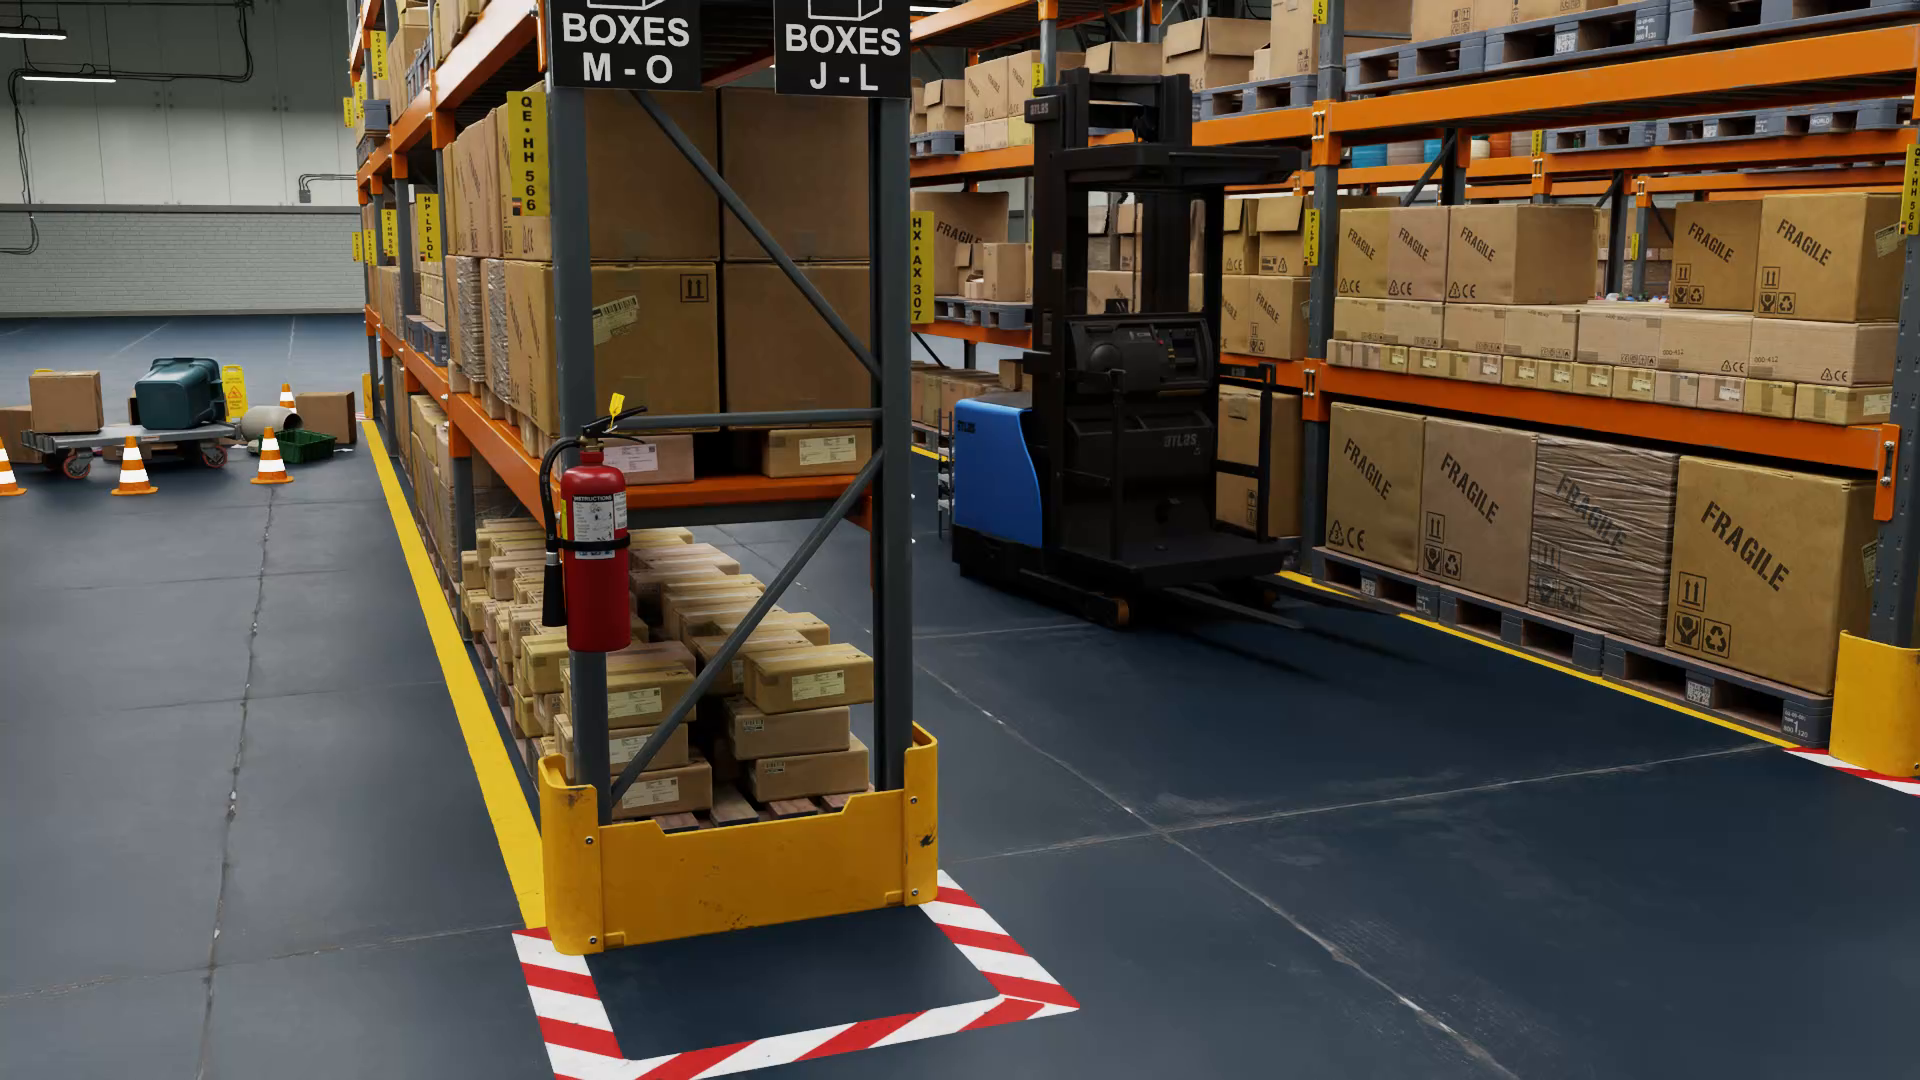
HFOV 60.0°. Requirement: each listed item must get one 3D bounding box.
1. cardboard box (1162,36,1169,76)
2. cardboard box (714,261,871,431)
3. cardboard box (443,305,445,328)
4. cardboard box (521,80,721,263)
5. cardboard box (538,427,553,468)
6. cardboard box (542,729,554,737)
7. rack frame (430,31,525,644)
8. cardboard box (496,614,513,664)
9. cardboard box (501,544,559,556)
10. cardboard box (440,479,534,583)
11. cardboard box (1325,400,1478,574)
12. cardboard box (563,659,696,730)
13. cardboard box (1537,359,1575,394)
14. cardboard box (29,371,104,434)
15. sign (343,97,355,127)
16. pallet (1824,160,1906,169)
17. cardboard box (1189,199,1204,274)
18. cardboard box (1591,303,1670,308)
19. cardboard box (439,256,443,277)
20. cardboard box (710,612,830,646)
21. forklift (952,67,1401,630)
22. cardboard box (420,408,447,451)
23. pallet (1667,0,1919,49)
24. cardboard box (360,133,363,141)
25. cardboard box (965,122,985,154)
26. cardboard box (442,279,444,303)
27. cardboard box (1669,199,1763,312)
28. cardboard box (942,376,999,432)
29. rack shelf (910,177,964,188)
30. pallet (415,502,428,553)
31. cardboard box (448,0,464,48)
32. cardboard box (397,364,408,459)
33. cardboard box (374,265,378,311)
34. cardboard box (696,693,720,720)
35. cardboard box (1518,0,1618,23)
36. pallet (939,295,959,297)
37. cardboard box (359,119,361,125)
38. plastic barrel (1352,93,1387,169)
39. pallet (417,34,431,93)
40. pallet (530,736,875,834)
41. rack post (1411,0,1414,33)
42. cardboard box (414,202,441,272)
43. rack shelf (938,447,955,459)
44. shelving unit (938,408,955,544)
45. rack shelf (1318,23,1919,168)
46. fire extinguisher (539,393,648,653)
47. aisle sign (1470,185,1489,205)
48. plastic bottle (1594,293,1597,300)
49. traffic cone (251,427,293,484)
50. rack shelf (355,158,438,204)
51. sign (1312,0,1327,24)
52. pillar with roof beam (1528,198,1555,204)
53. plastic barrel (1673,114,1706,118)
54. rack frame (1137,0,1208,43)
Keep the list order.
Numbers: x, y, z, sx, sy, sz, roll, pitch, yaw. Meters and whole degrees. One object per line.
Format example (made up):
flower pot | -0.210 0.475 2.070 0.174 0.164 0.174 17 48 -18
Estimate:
cardboard box | 1.814 -3.446 12.176 0.500 0.500 0.500 -3 11 -18
cardboard box | -0.535 -0.626 5.237 0.500 0.500 0.500 -3 11 -18
cardboard box | -2.788 -1.296 9.662 0.380 0.149 0.250 -4 11 -23
cardboard box | -1.027 -1.086 4.970 0.500 0.500 0.500 -4 11 -22
cardboard box | -1.171 -0.334 5.448 0.380 0.149 0.250 -4 11 -21
cardboard box | -1.320 0.661 6.078 0.380 0.149 0.250 -4 11 -20
rack frame | -2.079 -0.992 8.432 1.000 3.000 0.127 -4 11 -21
cardboard box | -1.678 0.389 6.762 0.380 0.149 0.250 -4 11 -20
cardboard box | -1.850 0.109 7.483 0.380 0.149 0.250 -4 11 -22
cardboard box | -2.582 -0.073 9.203 0.500 0.500 0.500 -4 11 -22
cardboard box | 2.745 -0.338 9.624 0.875 0.875 0.875 -4 11 -21
cardboard box | -1.058 0.495 5.317 0.380 0.149 0.250 -4 11 -20
cardboard box | 3.040 -0.800 8.072 0.380 0.149 0.250 -4 11 -20
cardboard box | -7.907 -1.227 14.729 0.500 0.500 0.500 -4 11 -21
sign | -6.947 -4.863 18.905 0.100 0.325 0.005 -4 11 -21
pallet | 10.036 -4.060 17.655 1.213 0.211 1.003 -3 11 -18
cardboard box | 1.863 -2.150 11.794 0.797 0.503 0.637 -4 11 -19
cardboard box | 3.540 -1.057 8.376 0.500 0.250 0.500 -4 11 -22
cardboard box | -2.878 -1.634 9.860 0.380 0.149 0.250 -4 11 -23
cardboard box | -0.687 0.371 6.011 0.380 0.149 0.250 -4 11 -21
forklift | 1.119 -1.067 9.048 1.130 2.935 3.031 -6 12 -29
cardboard box | -3.153 -0.698 10.576 0.500 0.250 0.500 -4 11 -20
pallet | 3.751 -2.191 6.860 1.003 0.211 1.213 -4 11 -21
cardboard box | -6.052 -4.236 17.337 0.380 0.149 0.250 -4 11 -20
cardboard box | 0.358 -3.570 14.791 0.500 0.250 0.500 -4 11 -19
cardboard box | -2.788 -1.444 9.644 0.380 0.149 0.250 -5 11 -24
cardboard box | 3.733 -1.340 7.828 0.500 0.500 0.500 -4 11 -22
cardboard box | 0.242 -1.310 16.101 0.700 0.500 0.500 -5 11 -26
rack shelf | -1.044 -4.045 19.085 1.077 0.370 4.000 -4 11 -21
pallet | -3.247 -0.144 11.629 1.003 0.211 1.213 -4 11 -21
cardboard box | -1.797 -2.135 6.722 0.500 0.250 0.500 -3 11 -18
cardboard box | -4.323 -1.144 14.509 1.050 0.750 0.750 -4 11 -21
cardboard box | -5.715 -2.695 17.579 0.875 0.550 0.500 -4 11 -21
cardboard box | -0.798 0.527 5.985 0.380 0.149 0.250 -4 11 -20
cardboard box | 3.168 -2.766 8.070 0.700 0.500 0.500 -3 11 -18
pallet | -0.177 -2.368 16.713 1.003 0.211 1.213 -4 11 -21
cardboard box | -5.943 -4.414 17.199 0.500 0.250 0.500 -4 11 -21
plastic barrel | 4.684 -4.565 18.521 0.600 0.901 0.708 -4 11 -21
pallet | -2.204 -2.484 8.790 1.213 0.211 1.003 -4 11 -21
pallet | -0.919 0.887 5.833 1.003 0.211 1.213 -4 11 -21
rack post | 5.091 -5.646 16.898 1.013 1.000 3.121 -4 11 -21
cardboard box | -3.682 -2.260 12.421 0.700 0.500 0.500 -4 11 -21
rack shelf | 0.003 -0.586 11.308 0.258 0.077 0.200 -4 11 -21
shelving unit | 0.003 -0.442 11.334 0.258 0.900 0.210 -4 11 -21
rack shelf | 3.305 -2.086 8.074 1.077 0.370 4.000 -4 11 -21
fire extinguisher | -0.969 -0.047 4.405 0.296 0.674 0.183 -4 11 -21
aisle sign | 7.716 -5.186 24.588 0.394 0.787 0.004 -4 11 -21
plastic bottle | 5.744 -2.115 15.099 0.152 0.276 0.135 -4 11 -21
traffic cone | -5.900 -0.734 14.226 0.336 0.463 0.334 -4 11 -21
rack shelf | -5.703 -3.747 17.408 1.077 0.370 4.000 -4 11 -21
sign | 2.078 -3.141 9.571 0.100 0.325 0.005 -4 11 -21
pillar with roof beam | 6.955 -7.792 29.533 9.100 9.000 0.548 -4 11 -21
plastic barrel | 6.272 -3.707 14.327 0.301 0.262 0.301 0 10 0
rack frame | 2.848 -6.517 22.362 1.000 3.000 0.127 -4 11 -21
